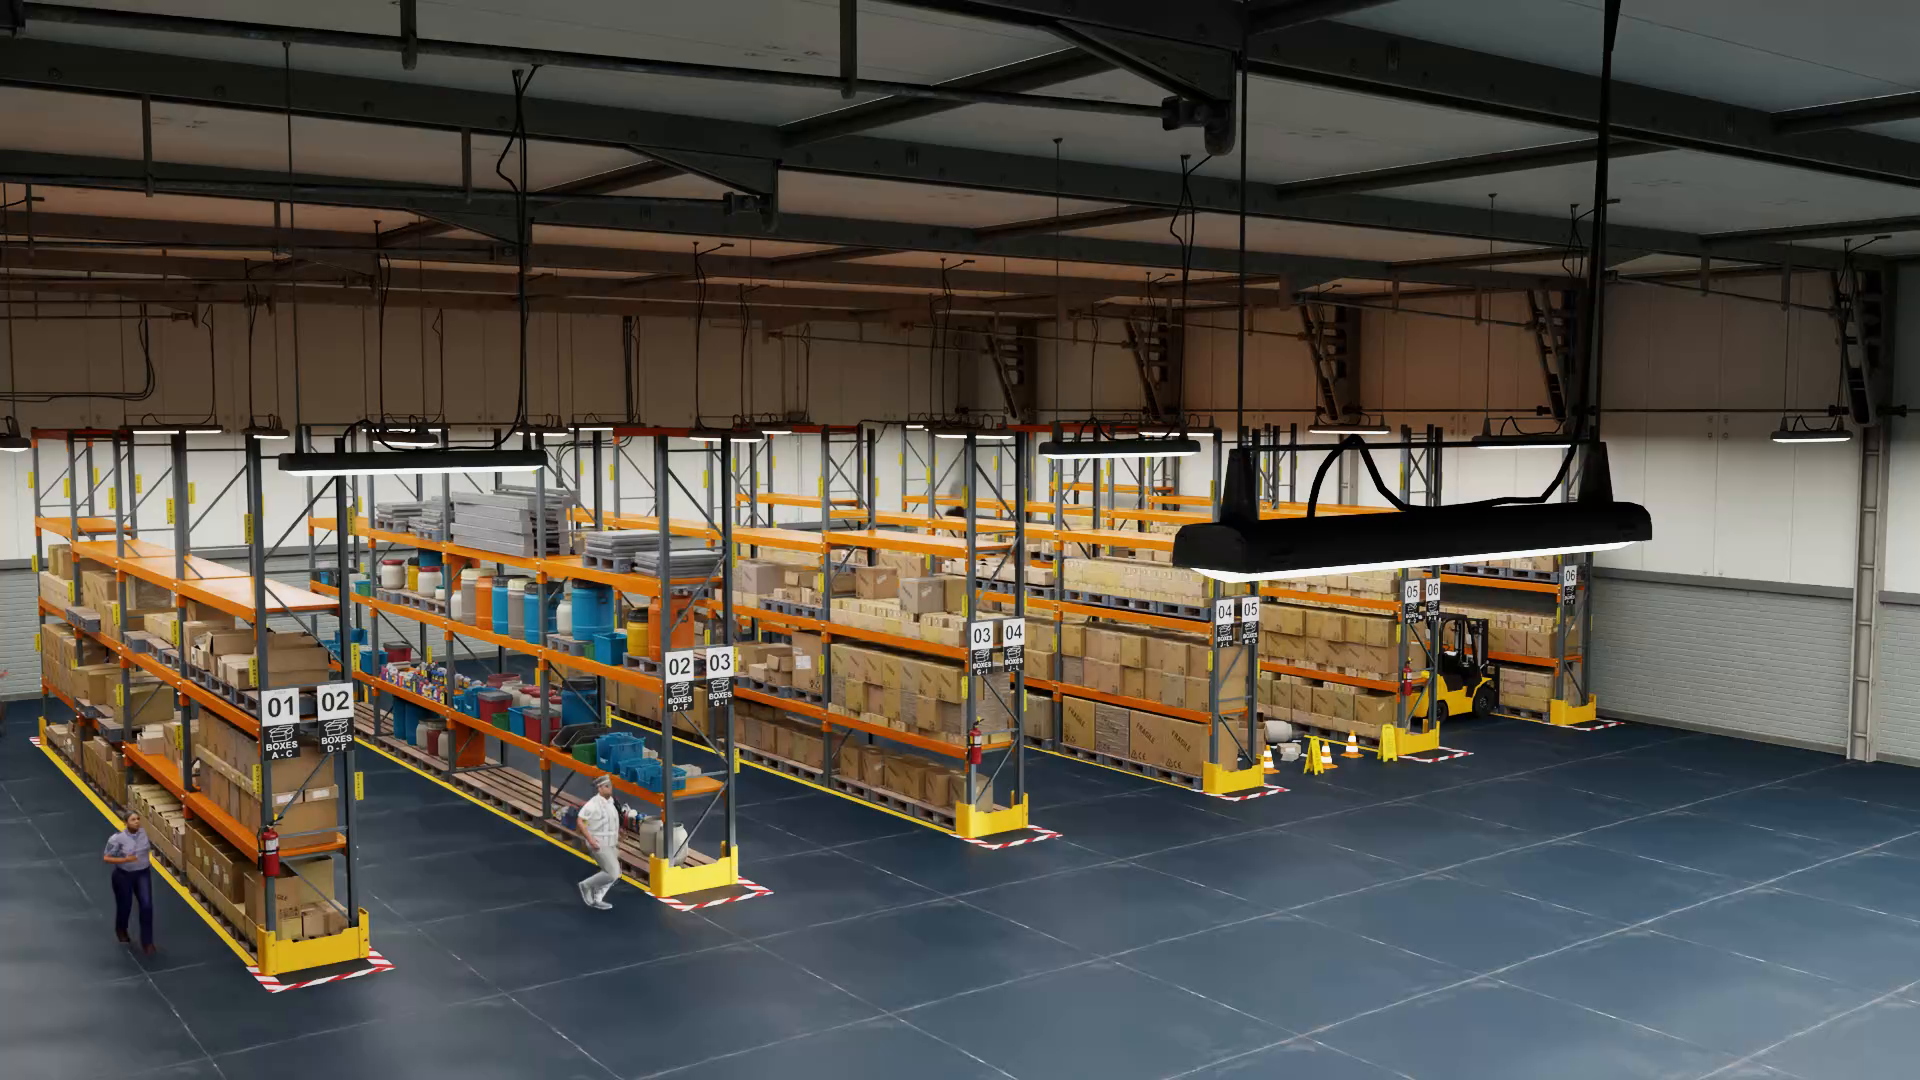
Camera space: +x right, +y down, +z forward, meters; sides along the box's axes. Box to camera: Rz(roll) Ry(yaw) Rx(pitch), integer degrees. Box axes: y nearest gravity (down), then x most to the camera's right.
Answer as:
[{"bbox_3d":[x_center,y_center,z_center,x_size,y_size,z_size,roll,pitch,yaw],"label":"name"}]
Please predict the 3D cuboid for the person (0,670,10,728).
[{"bbox_3d":[-18.751,2.911,32.089,0.750,1.523,0.523,-2,5,-23],"label":"person"}]

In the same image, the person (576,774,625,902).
[{"bbox_3d":[-4.488,3.773,21.034,0.522,1.638,0.660,1,5,11],"label":"person"}]

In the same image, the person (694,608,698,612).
[{"bbox_3d":[-6.367,2.415,39.411,0.677,1.631,0.567,0,4,0],"label":"person"}]

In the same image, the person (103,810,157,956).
[{"bbox_3d":[-9.713,3.991,19.438,0.827,1.697,0.581,4,6,43],"label":"person"}]

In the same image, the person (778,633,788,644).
[{"bbox_3d":[-4.651,2.078,44.011,0.586,1.633,0.782,1,5,12],"label":"person"}]
